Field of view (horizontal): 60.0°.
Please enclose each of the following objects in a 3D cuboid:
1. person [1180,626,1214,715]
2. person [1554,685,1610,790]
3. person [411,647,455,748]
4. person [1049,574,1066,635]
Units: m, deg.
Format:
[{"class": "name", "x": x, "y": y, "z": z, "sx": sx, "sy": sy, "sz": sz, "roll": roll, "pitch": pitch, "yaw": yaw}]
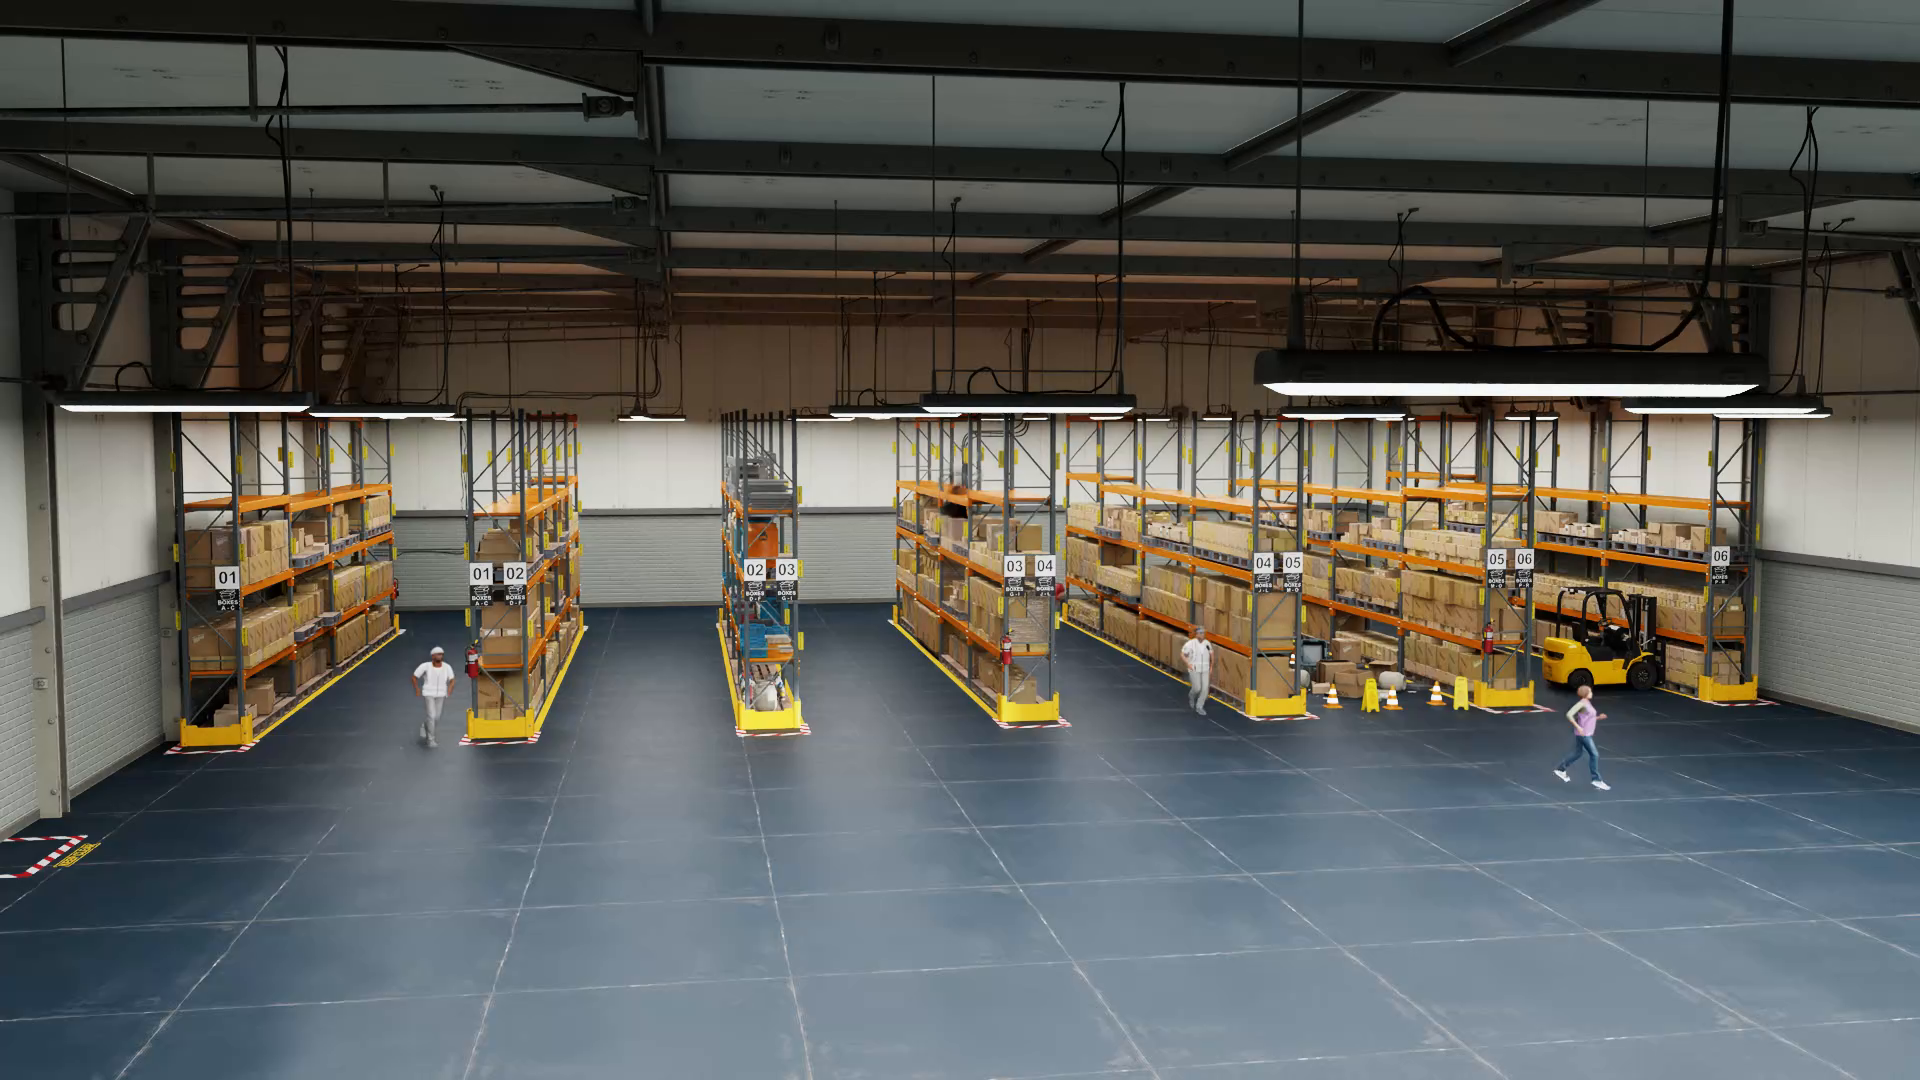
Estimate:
[{"class": "person", "x": 4.729, "y": 2.567, "z": 32.930, "sx": 0.695, "sy": 1.753, "sz": 0.549, "roll": -1, "pitch": 4, "yaw": -12}, {"class": "person", "x": 9.792, "y": 3.086, "z": 26.134, "sx": 0.843, "sy": 1.596, "sz": 0.524, "roll": 2, "pitch": 4, "yaw": 26}, {"class": "person", "x": -9.401, "y": 2.788, "z": 29.766, "sx": 0.741, "sy": 1.745, "sz": 0.731, "roll": -3, "pitch": 5, "yaw": -40}, {"class": "person", "x": 2.494, "y": 1.778, "z": 44.411, "sx": 0.645, "sy": 1.789, "sz": 0.799, "roll": 0, "pitch": 4, "yaw": -6}]
